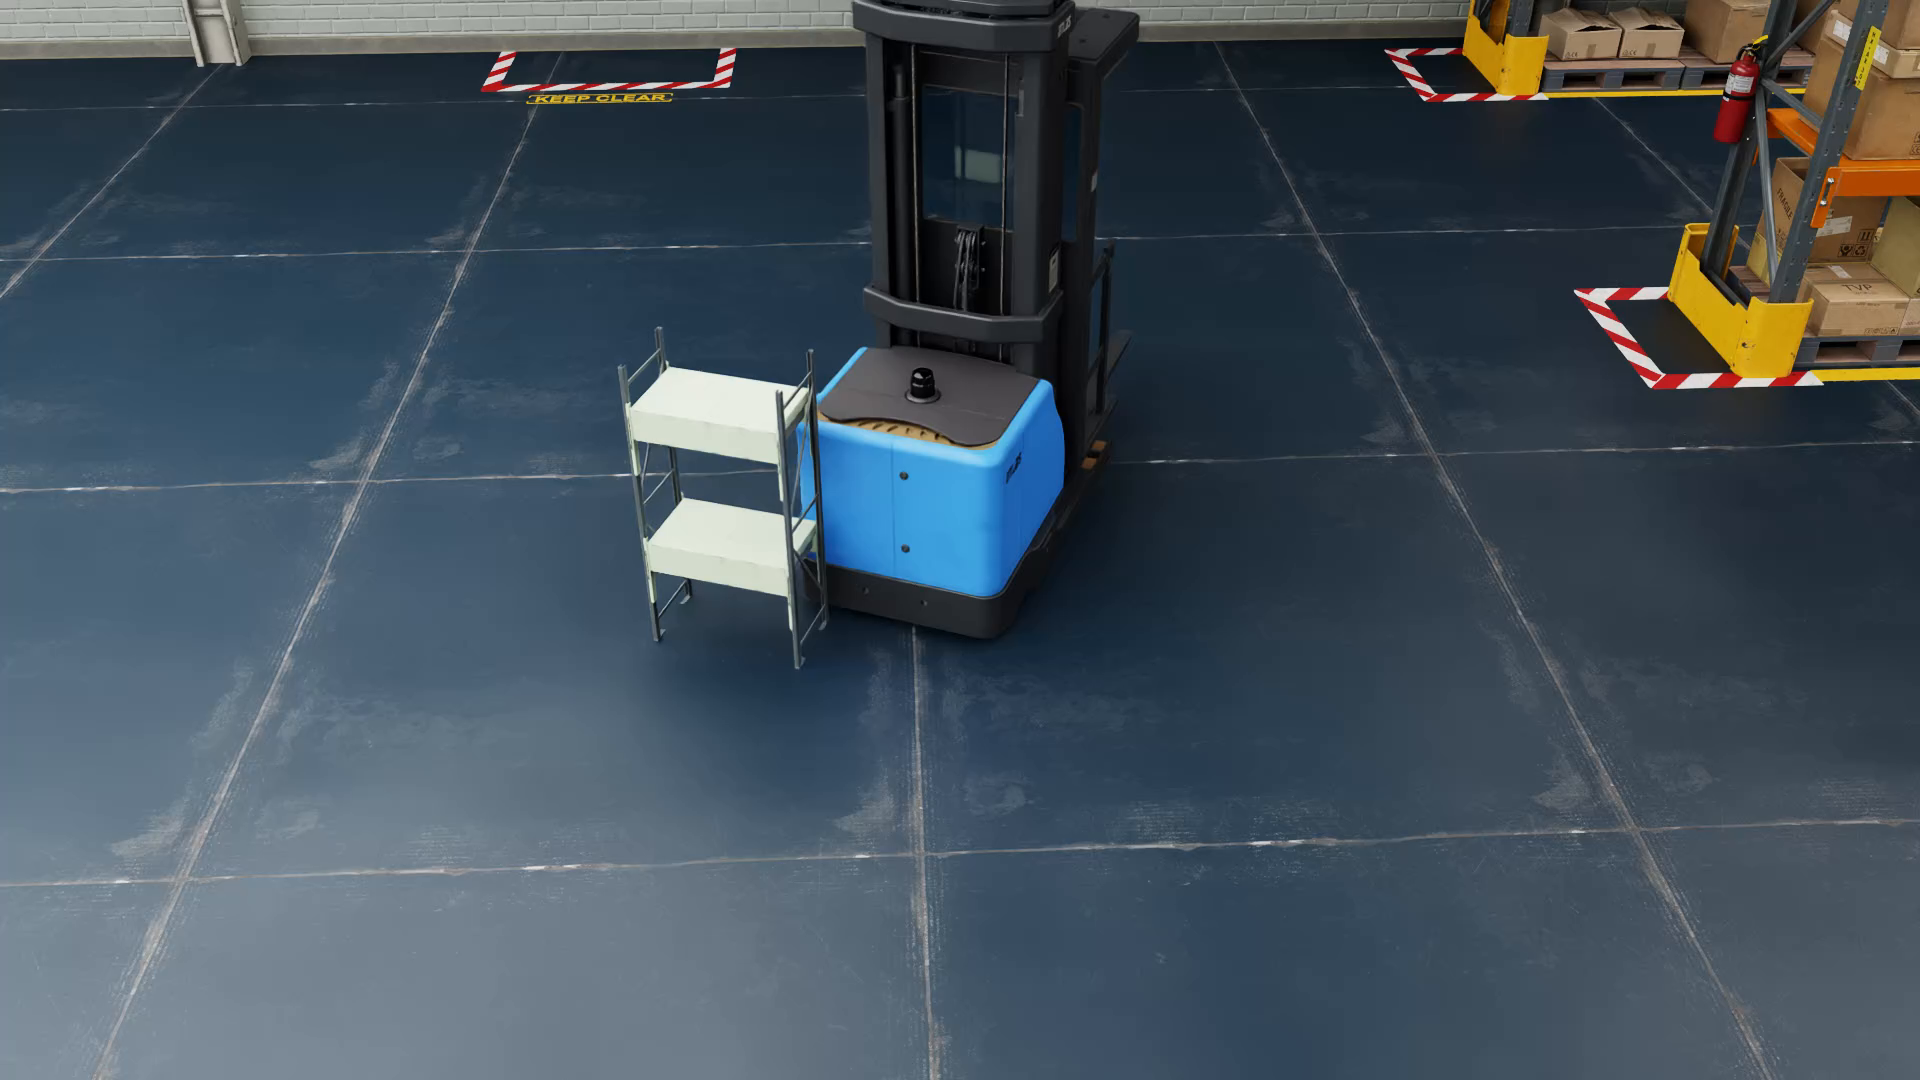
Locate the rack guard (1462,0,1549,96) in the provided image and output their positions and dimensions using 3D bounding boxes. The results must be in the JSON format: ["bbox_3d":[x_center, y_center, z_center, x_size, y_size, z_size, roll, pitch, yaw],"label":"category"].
[{"bbox_3d":[4.775,-4.349,14.595,0.348,0.500,1.175,-2,35,-2],"label":"rack guard"}]

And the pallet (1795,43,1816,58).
[{"bbox_3d":[8.025,-4.298,14.775,1.213,0.211,1.003,-2,35,-2],"label":"pallet"}]

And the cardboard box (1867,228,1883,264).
[{"bbox_3d":[5.958,-1.804,10.768,0.500,0.250,0.500,-2,35,-2],"label":"cardboard box"}]

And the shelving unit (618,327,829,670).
[{"bbox_3d":[-1.062,-0.174,7.683,0.755,1.500,0.431,10,36,14],"label":"shelving unit"}]

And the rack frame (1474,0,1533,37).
[{"bbox_3d":[4.699,-5.375,13.881,0.127,3.000,1.000,-2,35,-2],"label":"rack frame"}]

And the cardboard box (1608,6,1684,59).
[{"bbox_3d":[5.964,-4.433,14.496,0.500,0.311,0.500,1,35,2],"label":"cardboard box"}]

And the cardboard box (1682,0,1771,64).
[{"bbox_3d":[6.699,-4.502,14.430,0.500,0.500,0.700,-4,35,-5],"label":"cardboard box"}]

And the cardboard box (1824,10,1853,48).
[{"bbox_3d":[5.310,-2.986,9.771,0.250,0.149,0.380,-2,35,-3],"label":"cardboard box"}]

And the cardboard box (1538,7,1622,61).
[{"bbox_3d":[5.394,-4.418,14.474,0.500,0.311,0.500,-5,35,-8],"label":"cardboard box"}]

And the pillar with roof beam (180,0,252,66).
[{"bbox_3d":[-6.426,-5.582,8.908,0.400,9.000,9.100,-2,35,-2],"label":"pillar with roof beam"}]

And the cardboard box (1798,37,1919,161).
[{"bbox_3d":[5.404,-2.606,9.791,0.500,0.500,0.700,-2,35,-2],"label":"cardboard box"}]

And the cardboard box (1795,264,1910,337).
[{"bbox_3d":[5.483,-1.489,10.313,0.500,0.250,0.500,-2,35,-2],"label":"cardboard box"}]

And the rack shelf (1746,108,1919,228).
[{"bbox_3d":[6.935,-2.317,10.095,4.000,0.370,1.077,-2,35,-2],"label":"rack shelf"}]

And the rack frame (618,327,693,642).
[{"bbox_3d":[-1.411,-0.235,7.772,0.023,1.500,0.400,10,36,14],"label":"rack frame"}]

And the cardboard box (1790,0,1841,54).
[{"bbox_3d":[7.660,-4.585,14.550,0.500,0.500,0.500,-4,35,-6],"label":"cardboard box"}]

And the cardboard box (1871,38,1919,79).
[{"bbox_3d":[5.339,-2.755,9.438,0.250,0.149,0.380,-2,35,-3],"label":"cardboard box"}]

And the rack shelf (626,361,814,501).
[{"bbox_3d":[-1.062,-0.494,7.461,0.720,0.370,0.431,10,36,14],"label":"rack shelf"}]

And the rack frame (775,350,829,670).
[{"bbox_3d":[-0.712,-0.112,7.594,0.023,1.500,0.400,10,36,14],"label":"rack frame"}]

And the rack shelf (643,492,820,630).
[{"bbox_3d":[-1.062,0.094,7.868,0.720,0.370,0.431,10,36,14],"label":"rack shelf"}]

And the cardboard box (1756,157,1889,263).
[{"bbox_3d":[5.459,-2.093,10.527,0.500,0.500,0.500,-2,35,-2],"label":"cardboard box"}]

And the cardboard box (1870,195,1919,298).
[{"bbox_3d":[5.983,-1.812,10.121,0.500,0.500,0.500,-2,35,-2],"label":"cardboard box"}]

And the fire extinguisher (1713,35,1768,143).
[{"bbox_3d":[4.797,-2.788,10.211,0.183,0.674,0.296,-2,35,-2],"label":"fire extinguisher"}]

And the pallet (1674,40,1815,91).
[{"bbox_3d":[6.804,-4.263,14.725,1.213,0.211,1.003,-2,35,-2],"label":"pallet"}]

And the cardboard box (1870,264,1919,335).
[{"bbox_3d":[5.983,-1.505,10.336,0.500,0.250,0.500,-2,35,-2],"label":"cardboard box"}]

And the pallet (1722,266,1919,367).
[{"bbox_3d":[5.699,-1.457,10.670,1.213,0.211,1.003,-2,35,-2],"label":"pallet"}]

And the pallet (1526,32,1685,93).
[{"bbox_3d":[5.588,-4.232,14.680,1.213,0.211,1.003,-2,35,-2],"label":"pallet"}]

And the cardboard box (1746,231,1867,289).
[{"bbox_3d":[5.459,-1.784,10.739,0.500,0.250,0.500,-2,35,-2],"label":"cardboard box"}]

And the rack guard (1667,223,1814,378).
[{"bbox_3d":[4.913,-1.531,10.523,0.348,0.500,1.175,-2,35,-2],"label":"rack guard"}]

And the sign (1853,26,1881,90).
[{"bbox_3d":[4.957,-2.632,9.087,0.005,0.325,0.100,-2,35,-2],"label":"sign"}]

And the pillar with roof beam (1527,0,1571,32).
[{"bbox_3d":[5.561,-5.905,9.375,0.400,9.000,9.100,-2,35,-2],"label":"pillar with roof beam"}]

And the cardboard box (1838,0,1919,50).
[{"bbox_3d":[5.457,-3.141,9.424,0.500,0.500,0.700,-1,35,-2],"label":"cardboard box"}]

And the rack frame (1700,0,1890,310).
[{"bbox_3d":[4.937,-2.559,9.812,0.127,3.000,1.000,-2,35,-2],"label":"rack frame"}]

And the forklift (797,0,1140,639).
[{"bbox_3d":[0.213,-1.568,8.441,1.130,2.935,3.031,12,36,17],"label":"forklift"}]
